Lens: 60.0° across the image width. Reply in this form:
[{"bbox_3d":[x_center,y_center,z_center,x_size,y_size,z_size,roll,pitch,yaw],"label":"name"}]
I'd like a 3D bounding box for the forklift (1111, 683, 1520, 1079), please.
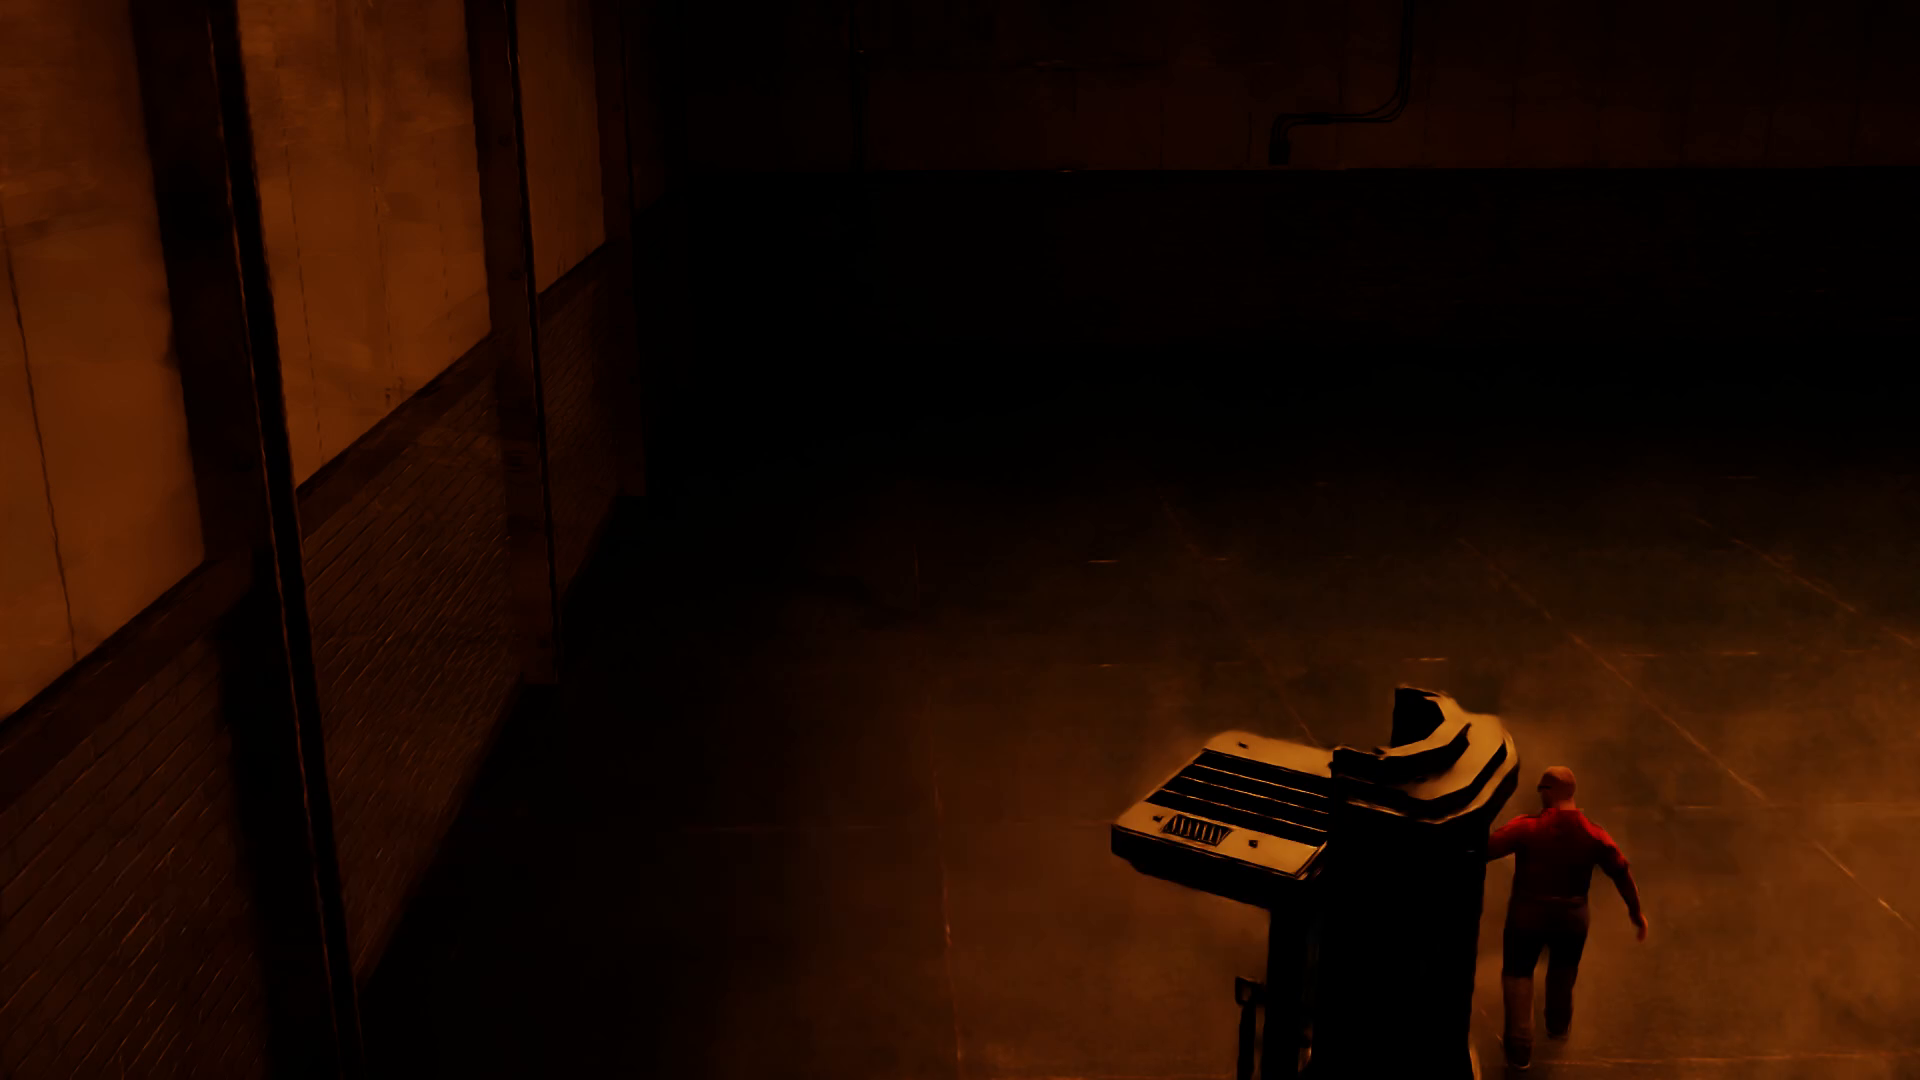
[{"bbox_3d":[-0.900,-1.560,4.006,3.031,2.935,1.130,11,20,31],"label":"forklift"}]

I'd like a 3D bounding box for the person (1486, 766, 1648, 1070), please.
[{"bbox_3d":[1.024,-1.556,6.209,0.991,1.766,0.578,4,17,12],"label":"person"}]
